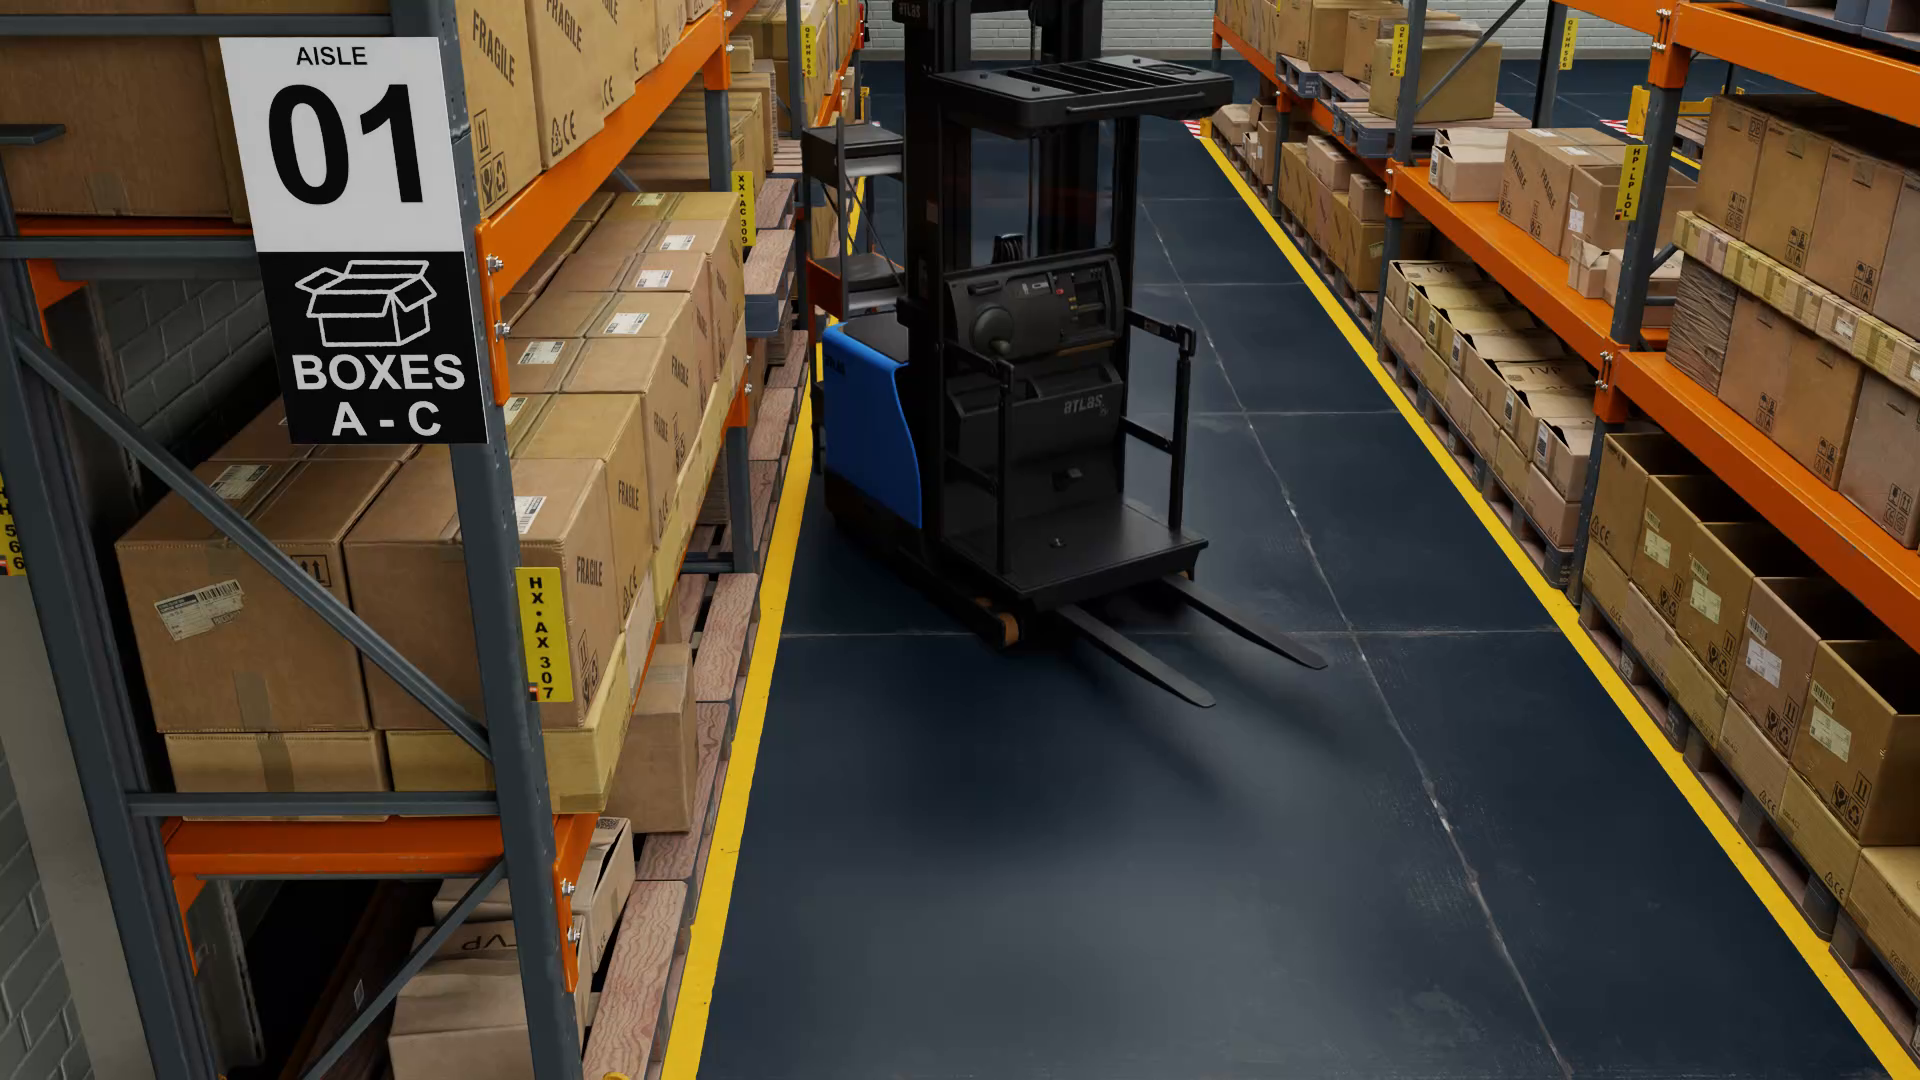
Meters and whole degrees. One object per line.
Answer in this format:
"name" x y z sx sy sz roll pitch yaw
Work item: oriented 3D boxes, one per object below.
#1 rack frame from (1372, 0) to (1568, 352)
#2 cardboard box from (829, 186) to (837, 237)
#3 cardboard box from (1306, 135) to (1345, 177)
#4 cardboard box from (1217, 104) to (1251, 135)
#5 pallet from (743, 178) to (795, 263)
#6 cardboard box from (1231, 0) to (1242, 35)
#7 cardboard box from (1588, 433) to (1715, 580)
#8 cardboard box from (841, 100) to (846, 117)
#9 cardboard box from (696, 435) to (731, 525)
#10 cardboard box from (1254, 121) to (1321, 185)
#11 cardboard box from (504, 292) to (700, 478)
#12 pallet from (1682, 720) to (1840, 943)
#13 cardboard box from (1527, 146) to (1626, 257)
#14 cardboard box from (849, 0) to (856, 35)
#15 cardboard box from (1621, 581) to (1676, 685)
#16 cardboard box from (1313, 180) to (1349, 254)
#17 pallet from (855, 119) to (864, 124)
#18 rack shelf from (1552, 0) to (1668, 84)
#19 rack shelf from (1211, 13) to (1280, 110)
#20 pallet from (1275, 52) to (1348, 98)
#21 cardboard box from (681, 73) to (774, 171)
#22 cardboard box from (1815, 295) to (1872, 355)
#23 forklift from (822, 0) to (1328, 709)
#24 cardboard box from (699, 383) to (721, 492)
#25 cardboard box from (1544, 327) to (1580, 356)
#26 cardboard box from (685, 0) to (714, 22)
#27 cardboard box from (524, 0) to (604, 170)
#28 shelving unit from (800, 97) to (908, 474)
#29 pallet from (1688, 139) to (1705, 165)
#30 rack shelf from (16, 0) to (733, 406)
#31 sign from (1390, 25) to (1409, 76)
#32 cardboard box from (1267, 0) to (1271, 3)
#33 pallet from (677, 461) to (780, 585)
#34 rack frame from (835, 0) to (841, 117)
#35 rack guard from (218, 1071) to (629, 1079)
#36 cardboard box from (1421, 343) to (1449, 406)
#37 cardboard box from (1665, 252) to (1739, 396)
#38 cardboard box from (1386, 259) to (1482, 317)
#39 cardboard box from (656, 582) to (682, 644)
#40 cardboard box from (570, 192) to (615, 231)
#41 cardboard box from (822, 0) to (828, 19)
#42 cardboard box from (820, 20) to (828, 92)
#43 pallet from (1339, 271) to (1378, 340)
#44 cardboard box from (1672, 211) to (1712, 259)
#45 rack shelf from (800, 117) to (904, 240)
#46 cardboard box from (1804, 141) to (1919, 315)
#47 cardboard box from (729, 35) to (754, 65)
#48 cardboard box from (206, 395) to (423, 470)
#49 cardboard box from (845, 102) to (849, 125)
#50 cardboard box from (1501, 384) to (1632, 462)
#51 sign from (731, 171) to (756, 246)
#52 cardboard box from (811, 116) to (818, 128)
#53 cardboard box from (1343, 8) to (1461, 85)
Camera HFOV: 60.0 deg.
"rack frame" 3.421 -2.716 11.115 1.000 3.000 0.127 0 24 -1
"cardboard box" -1.426 -2.919 13.662 0.750 0.750 0.750 0 24 1
"cardboard box" 3.150 -3.155 13.675 0.500 0.250 0.500 0 24 0
"cardboard box" 3.062 -4.529 17.926 0.500 0.250 0.500 0 24 -1
"pallet" -1.470 -1.789 9.298 1.003 0.211 1.213 0 24 -1
"cardboard box" 3.089 -5.454 17.049 0.500 0.500 0.500 0 24 -1
"cardboard box" 3.157 -0.155 7.370 0.500 0.500 0.500 0 24 -1
"cardboard box" -1.303 -4.139 15.997 0.380 0.149 0.250 1 24 1
"cardboard box" -1.513 -0.408 8.513 0.700 0.500 0.500 1 24 1
"cardboard box" 3.088 -3.659 15.700 0.500 0.500 0.500 0 24 -1
"cardboard box" -1.162 -0.505 5.475 0.500 0.500 0.500 0 24 1
"pallet" 3.448 1.035 6.206 1.003 0.211 1.213 0 24 -1
"cardboard box" 3.461 -1.853 9.086 0.500 0.500 0.500 0 24 0
"cardboard box" -1.585 -5.615 17.162 0.980 0.700 0.700 0 24 -1
"cardboard box" 3.167 0.392 7.069 0.500 0.250 0.500 0 24 -1
"cardboard box" 3.159 -2.591 13.338 0.500 0.500 0.500 -1 24 -3
"pallet" -1.533 -4.389 18.198 1.003 0.211 1.213 0 24 -1
"rack shelf" 3.443 -2.931 8.823 1.077 0.370 4.000 0 24 -1
"rack shelf" 3.356 -4.860 16.729 1.077 0.370 4.000 0 24 -1
"pallet" 3.277 -3.947 14.069 1.003 0.211 1.213 0 24 -1
"cardboard box" -1.484 -2.514 10.014 0.700 0.500 0.500 -3 24 -6
"cardboard box" 3.292 -0.766 5.895 0.380 0.149 0.250 -1 24 -2
"forklift" 0.474 -1.057 7.531 1.130 2.935 3.031 -14 28 -29
"cardboard box" -1.162 -0.378 6.104 0.500 0.250 0.500 0 24 -1
"cardboard box" 3.691 -1.066 9.614 0.500 0.311 0.500 0 24 1
"cardboard box" -1.236 -2.257 6.315 0.500 0.500 0.500 0 24 1
"cardboard box" -1.169 -1.177 3.927 0.500 0.500 0.500 1 24 3
"shelving unit" -0.550 -1.287 9.046 0.431 2.100 0.503 -12 27 -24
"pallet" 8.268 -3.921 17.163 1.003 0.211 1.213 0 24 -1
"rack shelf" -1.467 -1.258 5.126 1.077 0.370 4.000 0 24 -1
"sign" 2.879 -3.201 10.878 0.100 0.325 0.005 0 24 -1
"cardboard box" 3.105 -5.283 15.457 0.500 0.500 0.500 -1 24 -2
"pallet" -1.499 -0.094 8.702 1.003 0.211 1.213 0 24 -1
"rack frame" -1.576 -4.340 14.706 1.000 3.000 0.127 0 24 -1
"rack guard" -1.446 1.712 4.358 1.175 0.500 0.348 0 24 -1
"cardboard box" 3.151 -1.016 10.183 0.500 0.250 0.500 -1 24 -2
"cardboard box" 3.476 -0.930 7.045 0.700 0.500 0.500 -1 24 -2
"cardboard box" 3.133 -1.693 10.999 0.500 0.311 0.500 1 24 1
"cardboard box" -1.437 0.322 6.897 0.500 0.500 0.500 -2 24 -5
"cardboard box" -1.692 -1.132 6.860 0.500 0.500 0.500 -1 24 -2
"cardboard box" -1.313 -4.260 13.112 0.500 0.250 0.500 0 24 0
"cardboard box" -1.296 -3.718 12.825 0.500 0.500 0.500 0 24 1
"pallet" 3.451 -1.753 12.370 1.003 0.211 1.213 0 24 -1
"cardboard box" 3.274 -1.297 7.069 0.380 0.149 0.250 0 24 -1
"rack shelf" -0.550 -1.912 8.764 0.431 0.518 0.480 -12 27 -24
"cardboard box" 3.487 -1.107 5.861 0.700 0.500 0.500 0 24 -1
"cardboard box" -1.499 -3.091 10.503 0.380 0.149 0.250 -3 25 -7
"cardboard box" -1.658 -0.079 4.532 0.500 0.500 0.500 0 24 0
"cardboard box" -1.487 -4.120 16.743 0.700 0.500 0.500 0 24 1
"cardboard box" 3.162 -0.641 8.675 0.500 0.311 0.500 0 24 1
"sign" -0.946 -1.444 7.252 0.100 0.325 0.005 0 24 -1
"cardboard box" -1.217 -2.937 11.885 0.380 0.149 0.250 0 24 1
"cardboard box" 3.458 -3.873 13.043 0.700 0.500 0.500 -6 25 -14
